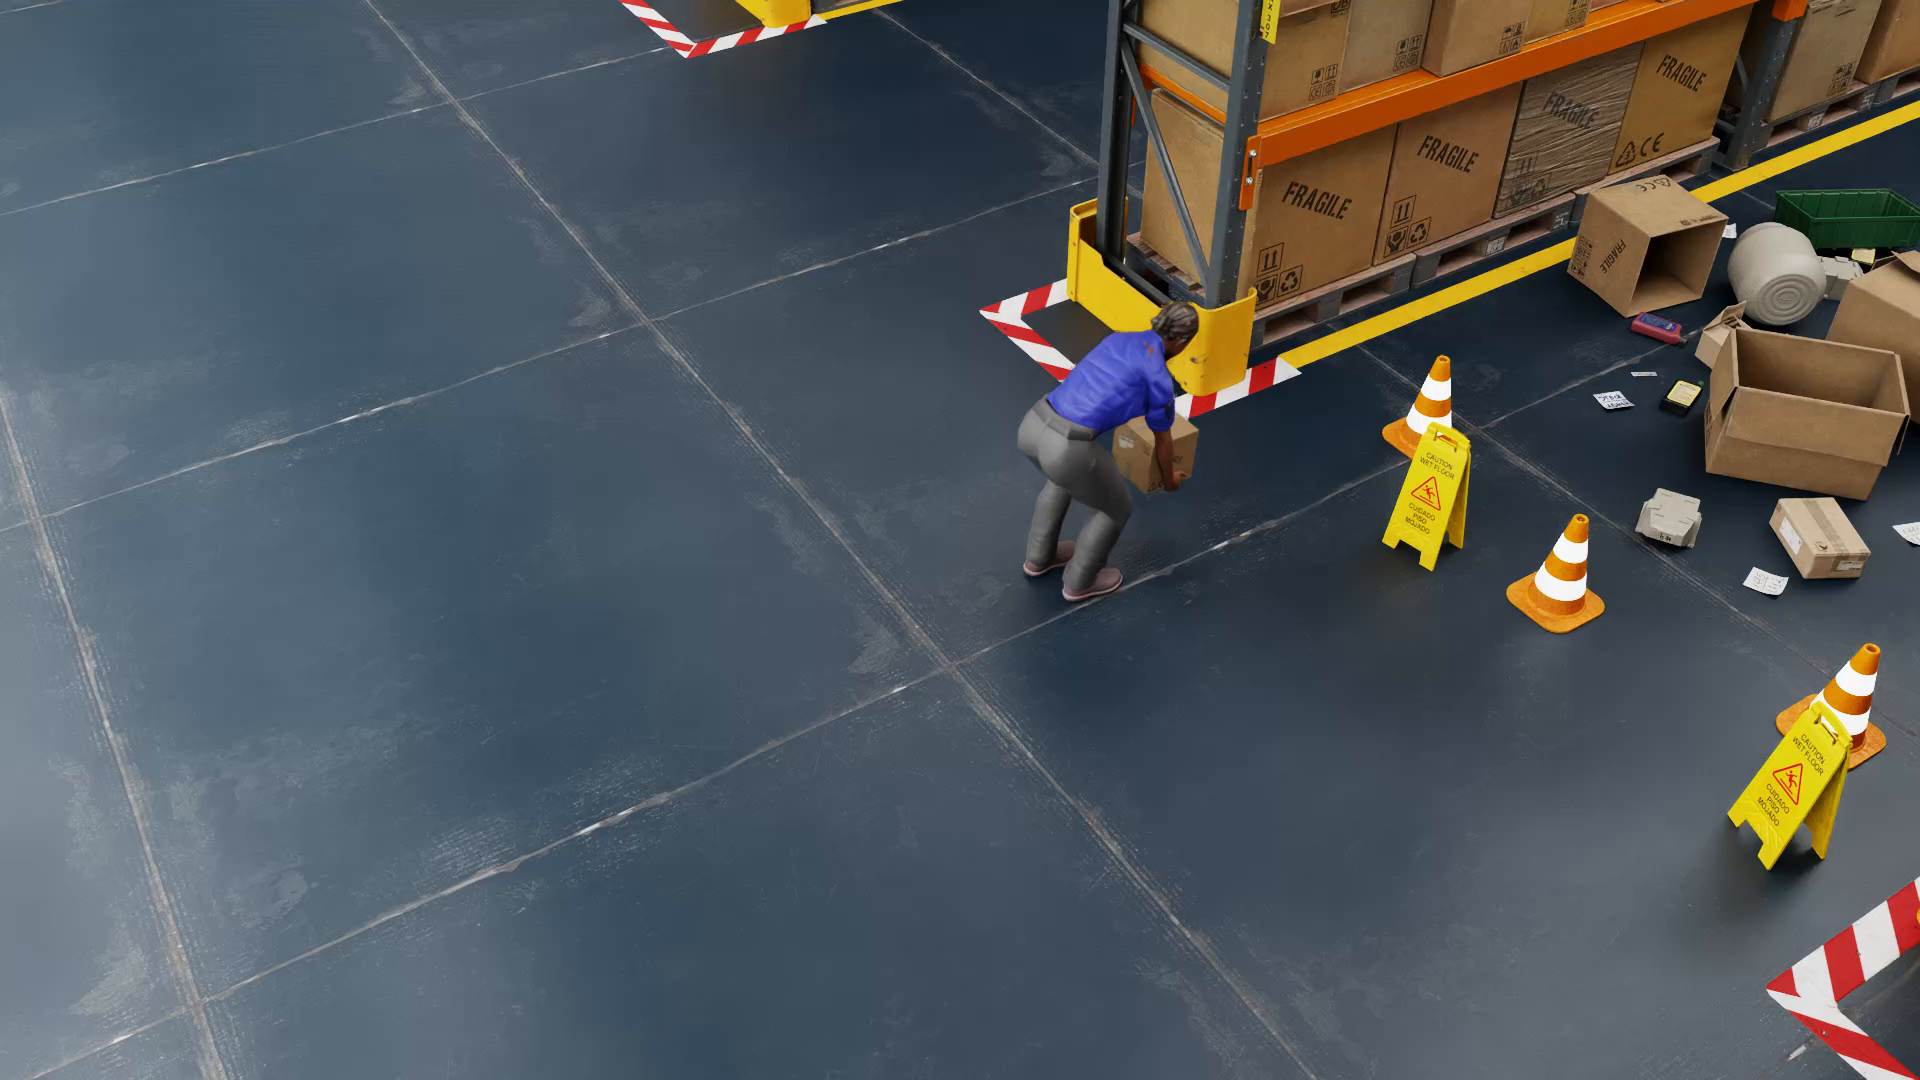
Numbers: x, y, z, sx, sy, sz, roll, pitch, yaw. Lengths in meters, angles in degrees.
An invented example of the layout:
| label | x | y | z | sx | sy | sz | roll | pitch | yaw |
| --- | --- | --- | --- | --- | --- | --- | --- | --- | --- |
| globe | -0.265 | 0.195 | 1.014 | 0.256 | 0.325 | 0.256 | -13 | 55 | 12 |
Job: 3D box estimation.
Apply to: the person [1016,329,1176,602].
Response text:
| label | x | y | z | sx | sy | sz | roll | pitch | yaw |
| --- | --- | --- | --- | --- | --- | --- | --- | --- | --- |
| person | 0.535 | -0.291 | 6.889 | 0.625 | 1.148 | 0.422 | -24 | 47 | -25 |
